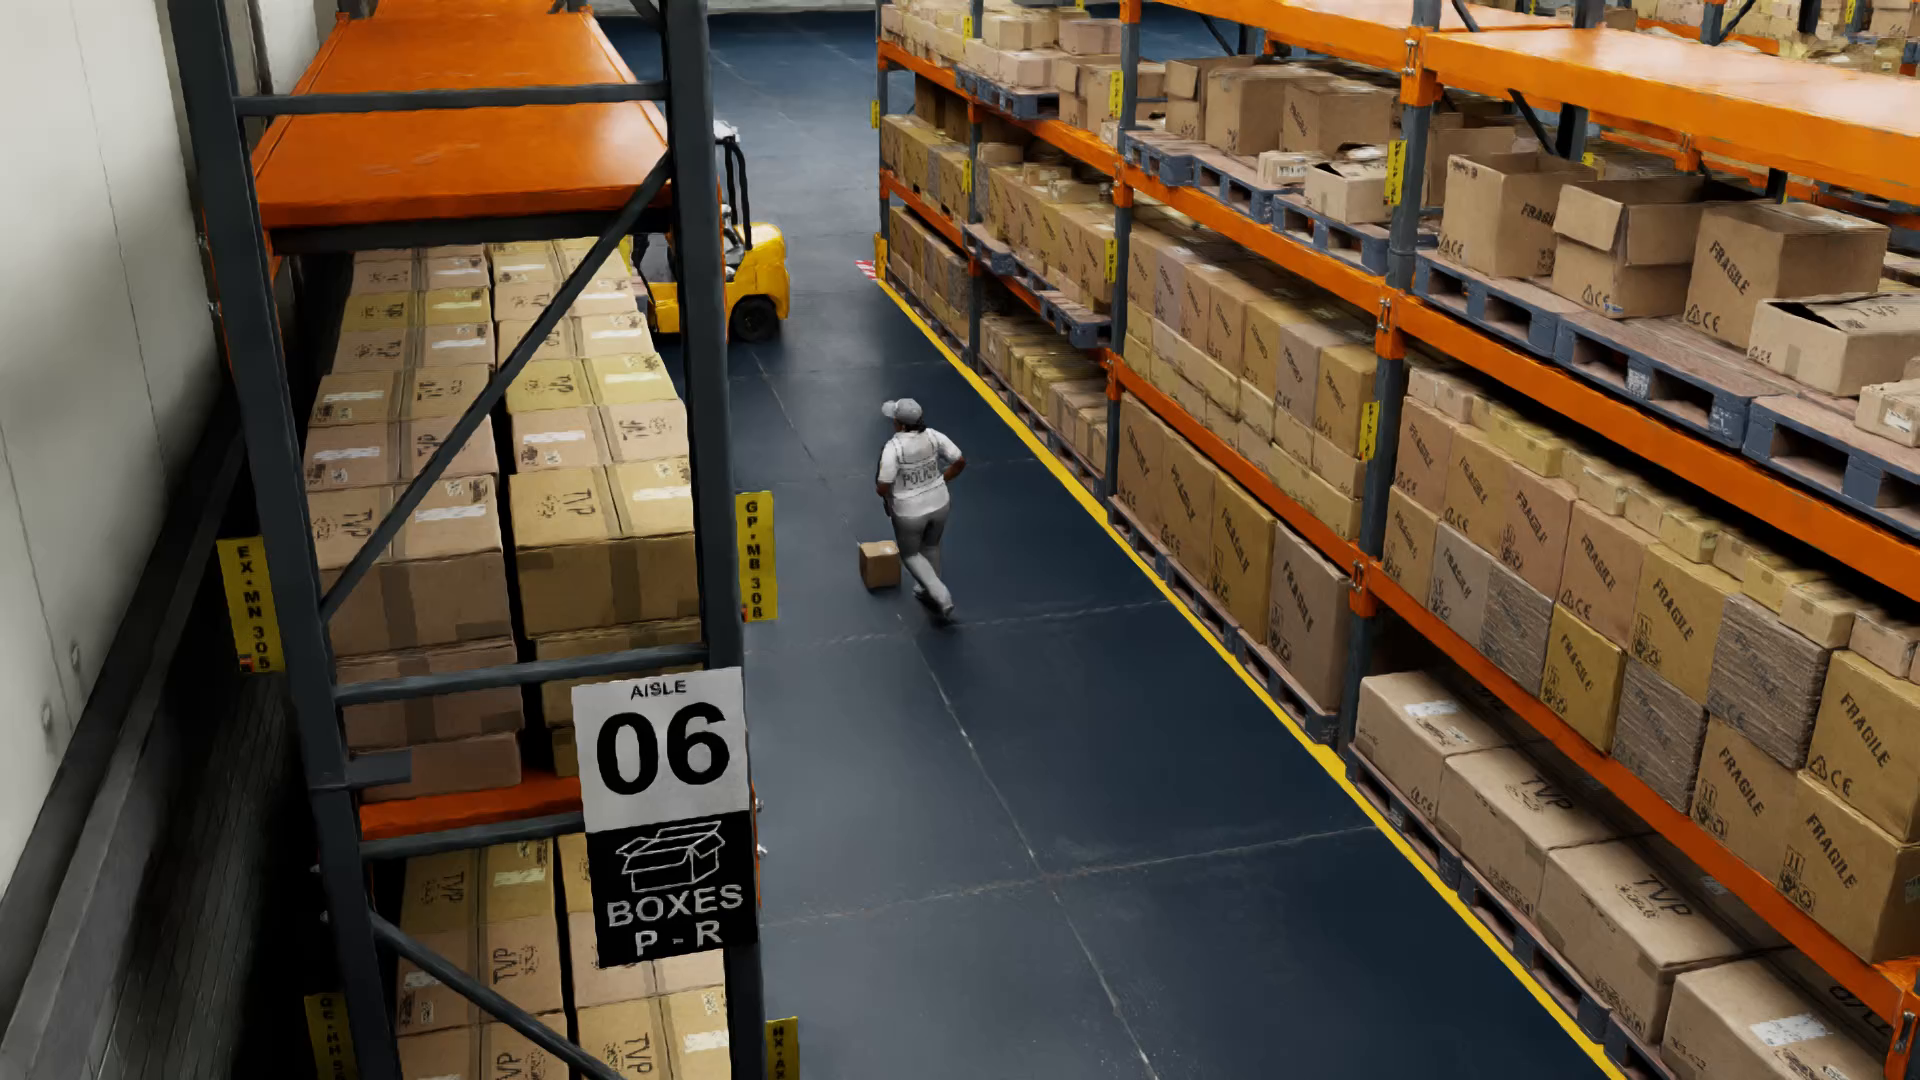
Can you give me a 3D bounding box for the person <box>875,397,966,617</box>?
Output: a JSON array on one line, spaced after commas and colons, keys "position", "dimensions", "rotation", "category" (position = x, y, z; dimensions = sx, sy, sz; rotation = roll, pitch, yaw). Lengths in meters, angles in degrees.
[{"position": [-0.327, -0.214, 11.167], "dimensions": [0.633, 1.627, 0.709], "rotation": [-15, 27, -31], "category": "person"}]
